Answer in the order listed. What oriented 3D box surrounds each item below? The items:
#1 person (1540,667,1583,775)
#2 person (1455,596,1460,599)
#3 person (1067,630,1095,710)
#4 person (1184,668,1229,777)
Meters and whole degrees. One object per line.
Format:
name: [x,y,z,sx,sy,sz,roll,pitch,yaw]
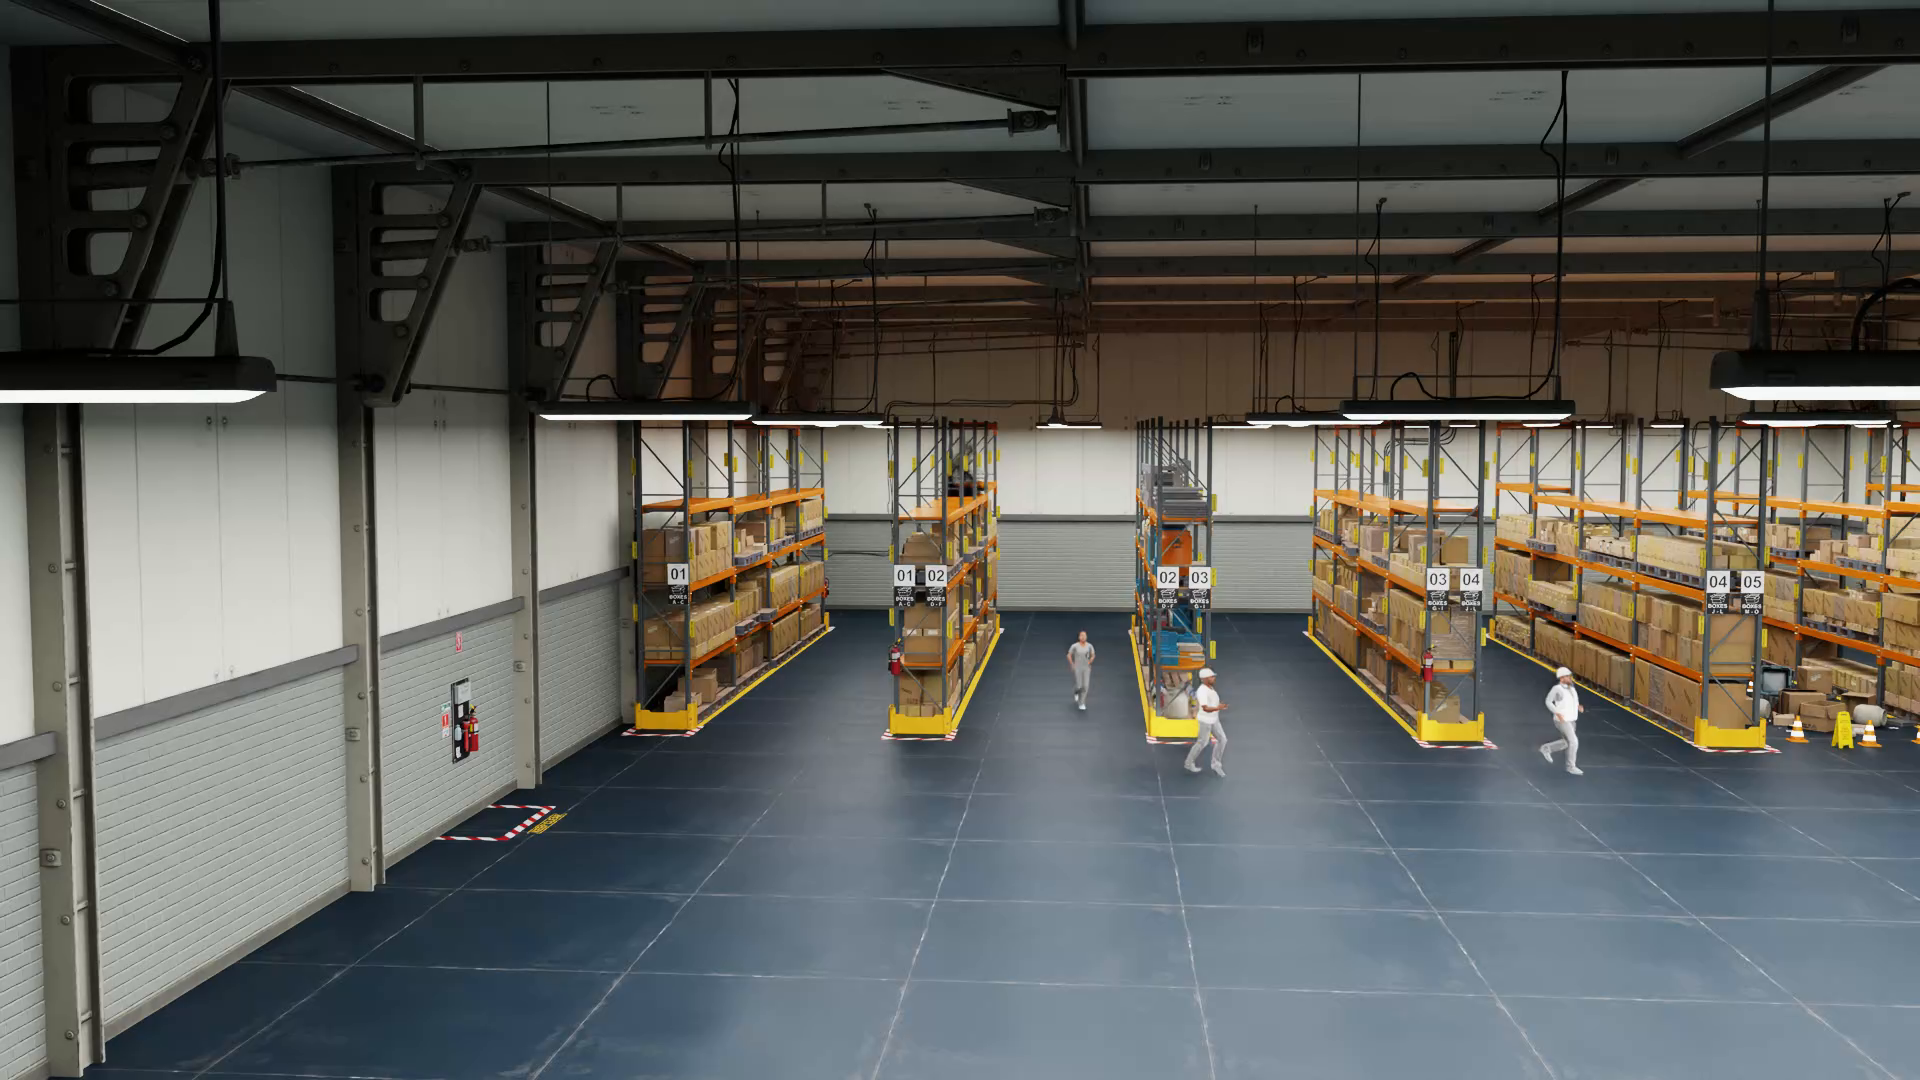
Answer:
person: [10.164,3.023,28.040,0.656,1.771,0.792,-3,5,-41]
person: [13.515,1.982,45.745,0.583,1.544,0.522,2,4,24]
person: [2.514,2.668,34.339,0.580,1.624,0.597,-1,4,-9]
person: [4.108,3.038,27.592,0.766,1.826,0.668,2,4,28]
